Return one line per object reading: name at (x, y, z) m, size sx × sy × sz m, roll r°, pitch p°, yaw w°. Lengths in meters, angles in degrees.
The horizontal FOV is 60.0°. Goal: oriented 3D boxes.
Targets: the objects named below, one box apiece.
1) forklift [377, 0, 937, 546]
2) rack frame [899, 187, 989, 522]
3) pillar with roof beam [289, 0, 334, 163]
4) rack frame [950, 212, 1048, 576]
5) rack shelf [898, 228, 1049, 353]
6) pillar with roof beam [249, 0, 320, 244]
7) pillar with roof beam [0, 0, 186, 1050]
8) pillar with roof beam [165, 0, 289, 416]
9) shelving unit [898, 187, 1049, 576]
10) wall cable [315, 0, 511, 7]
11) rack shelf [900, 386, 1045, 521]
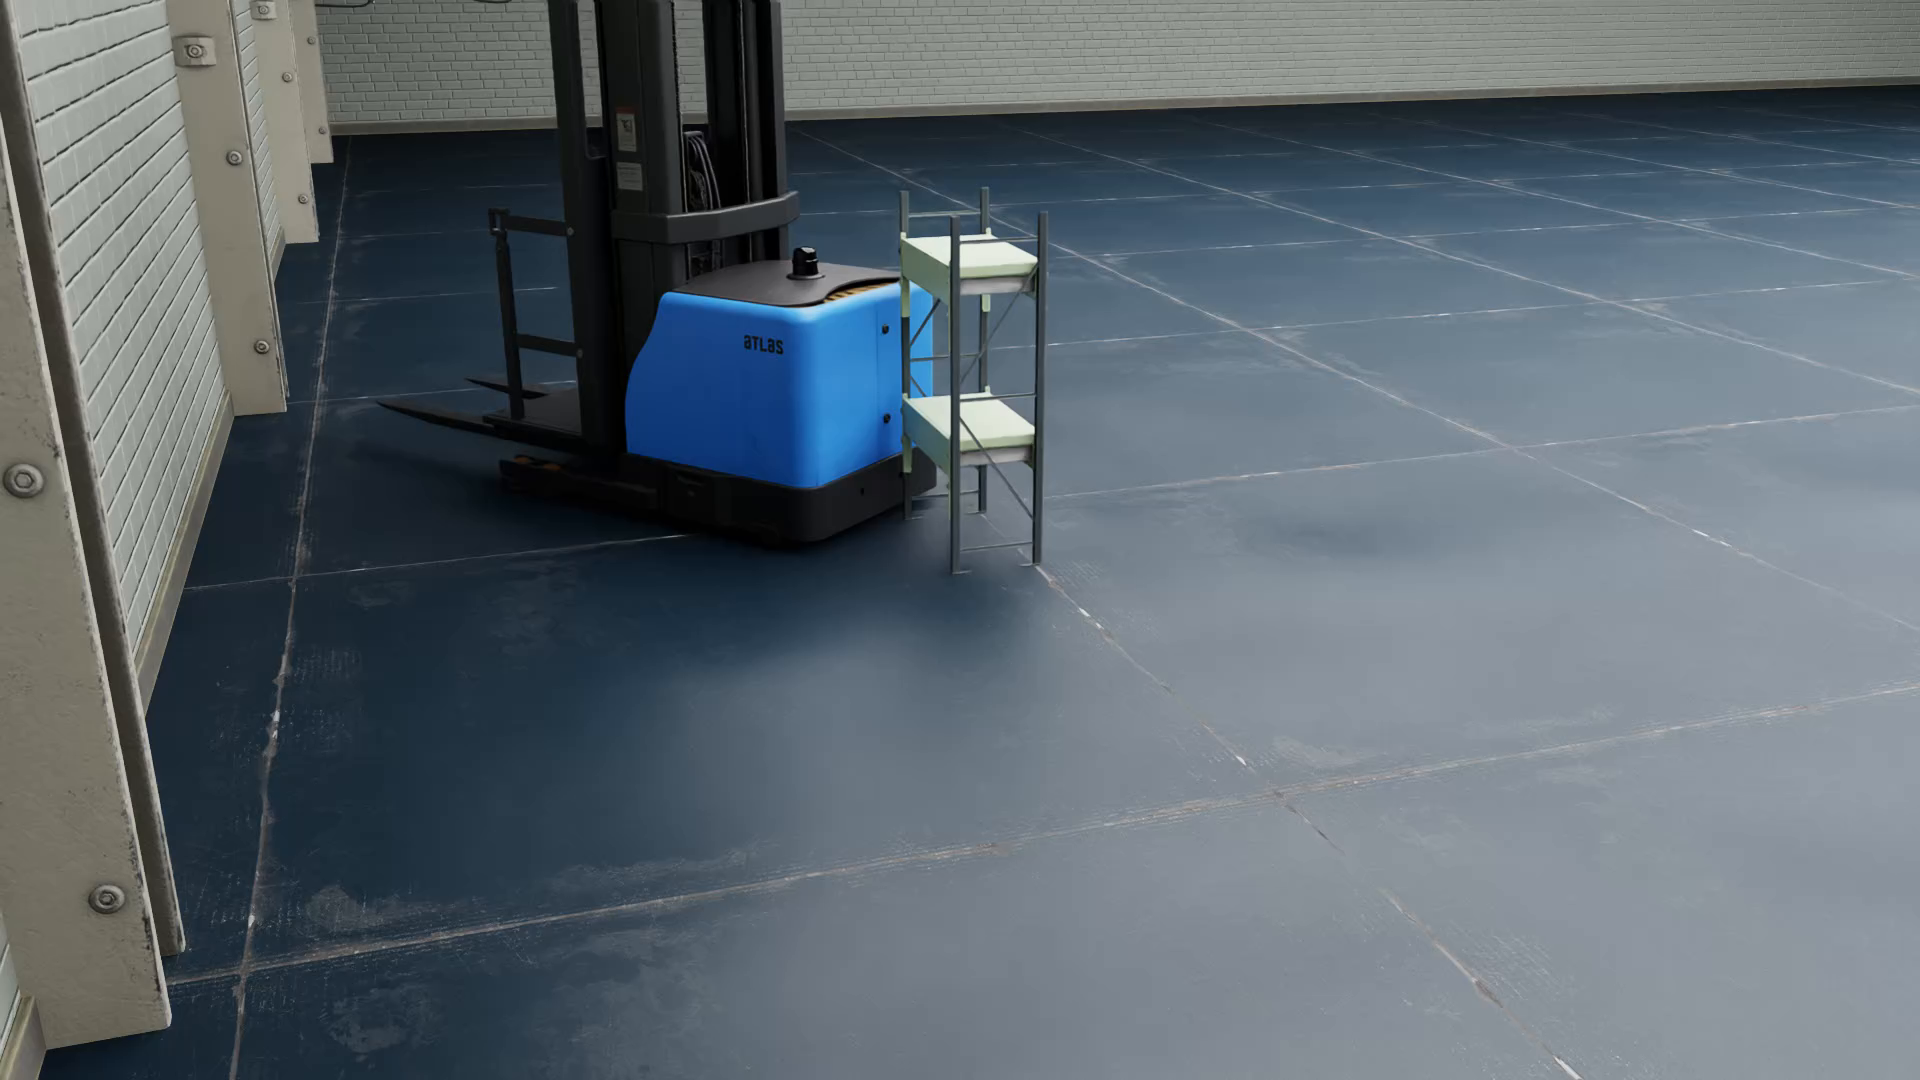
forklift at (-1.627, -1.715, 7.855) m, size 3.031 × 2.935 × 1.130 m, roll 12°, pitch 23°, yaw 31°
rack frame at (-0.067, -0.814, 7.464) m, size 0.400 × 1.500 × 0.023 m, roll -6°, pitch 21°, yaw -17°
pillar with roof beam at (-3.721, -9.319, 20.048) m, size 9.100 × 9.000 × 0.400 m, roll -6°, pitch 21°, yaw -17°
rack frame at (0.155, -0.578, 6.808) m, size 0.400 × 1.500 × 0.023 m, roll -6°, pitch 21°, yaw -17°
rack shelf at (0.044, -1.063, 7.004) m, size 0.431 × 0.370 × 0.720 m, roll -6°, pitch 21°, yaw -17°
pillar with roof beam at (-1.835, -7.393, 14.688) m, size 9.100 × 9.000 × 0.400 m, roll -6°, pitch 21°, yaw -17°
pillar with roof beam at (1.937, -3.542, 3.966) m, size 9.100 × 9.000 × 0.400 m, roll -6°, pitch 21°, yaw -17°
pillar with roof beam at (0.051, -5.468, 9.327) m, size 9.100 × 9.000 × 0.400 m, roll -6°, pitch 21°, yaw -17°
shelving unit at (0.044, -0.696, 7.136) m, size 0.431 × 1.500 × 0.755 m, roll -6°, pitch 21°, yaw -17°
wall cable at (-7.478, -8.486, 22.323) m, size 3.097 × 2.526 × 0.112 m, roll -6°, pitch 21°, yaw -17°
rack shelf at (0.044, -0.389, 7.246) m, size 0.431 × 0.370 × 0.720 m, roll -6°, pitch 21°, yaw -17°
